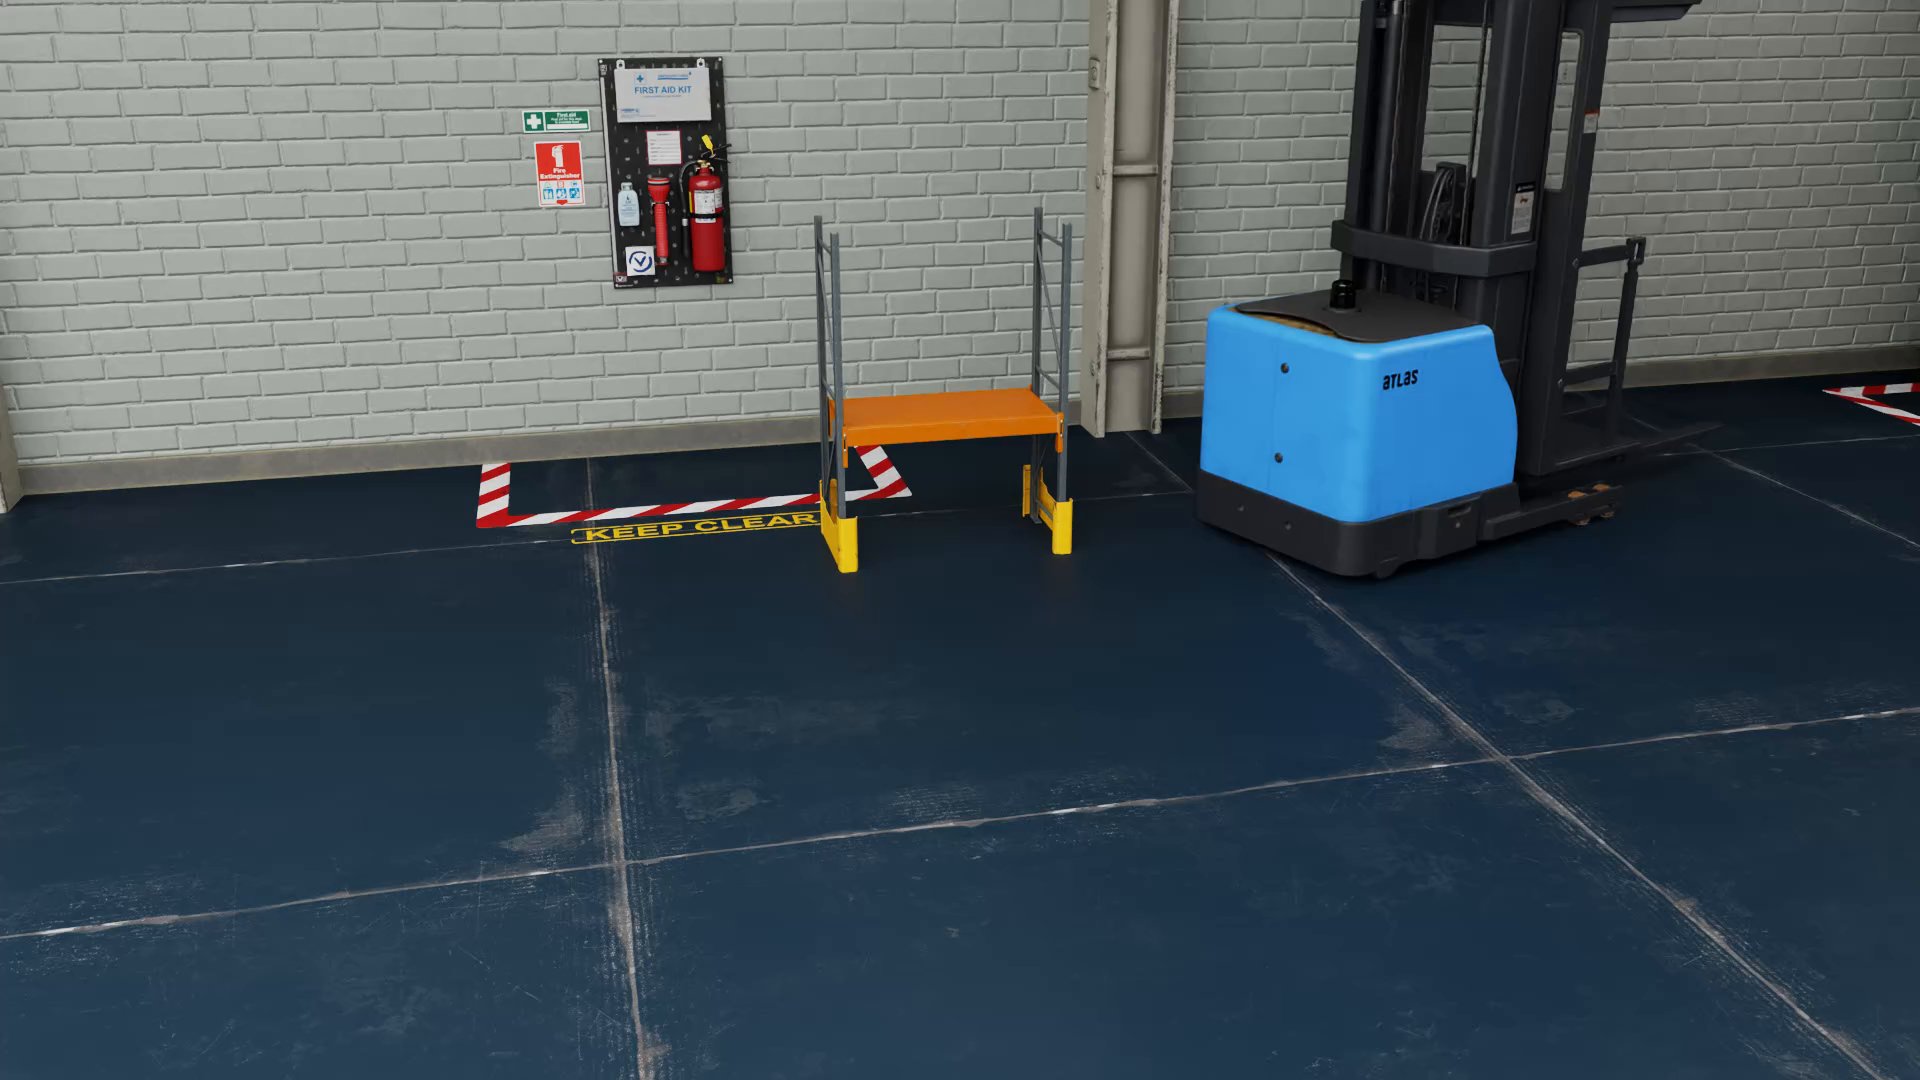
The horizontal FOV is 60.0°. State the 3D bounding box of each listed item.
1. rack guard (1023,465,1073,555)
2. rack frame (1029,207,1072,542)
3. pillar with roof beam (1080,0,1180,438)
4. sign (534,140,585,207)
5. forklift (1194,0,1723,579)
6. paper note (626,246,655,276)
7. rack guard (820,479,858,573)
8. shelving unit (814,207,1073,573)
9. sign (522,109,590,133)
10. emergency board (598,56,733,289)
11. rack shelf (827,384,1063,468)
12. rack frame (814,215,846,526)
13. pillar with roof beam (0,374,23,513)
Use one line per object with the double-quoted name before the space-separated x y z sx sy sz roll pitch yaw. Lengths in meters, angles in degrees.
"rack guard" 0.410 -0.151 7.863 0.087 0.250 0.587 -5 21 -12
"rack frame" 0.412 -0.738 7.648 0.032 1.500 0.500 -5 21 -12
"pillar with roof beam" 1.913 -3.430 4.096 0.400 9.000 9.100 -5 21 -12
"sign" -2.053 -1.879 8.531 0.234 0.329 0.001 -5 21 -12
"forklift" 2.620 -1.580 7.866 3.031 2.935 1.130 -13 24 -32
"paper note" -1.680 -1.467 8.739 0.142 0.148 0.016 -5 21 -12
"rack guard" -0.559 -0.072 7.648 0.087 0.250 0.587 -5 21 -12
"shelving unit" -0.074 -0.698 7.540 1.083 1.500 0.587 -5 21 -12
"sign" -2.047 -2.125 8.433 0.331 0.109 0.001 -5 21 -12
"emergency board" -1.491 -1.871 8.562 0.643 1.169 0.194 -5 21 -12
"rack shelf" -0.083 -0.529 7.600 1.000 0.185 0.538 -5 21 -12
"rack frame" -0.578 -0.657 7.428 0.032 1.500 0.500 -5 21 -12
"pillar with roof beam" -3.926 -2.955 2.799 0.400 9.000 9.100 -5 21 -12
